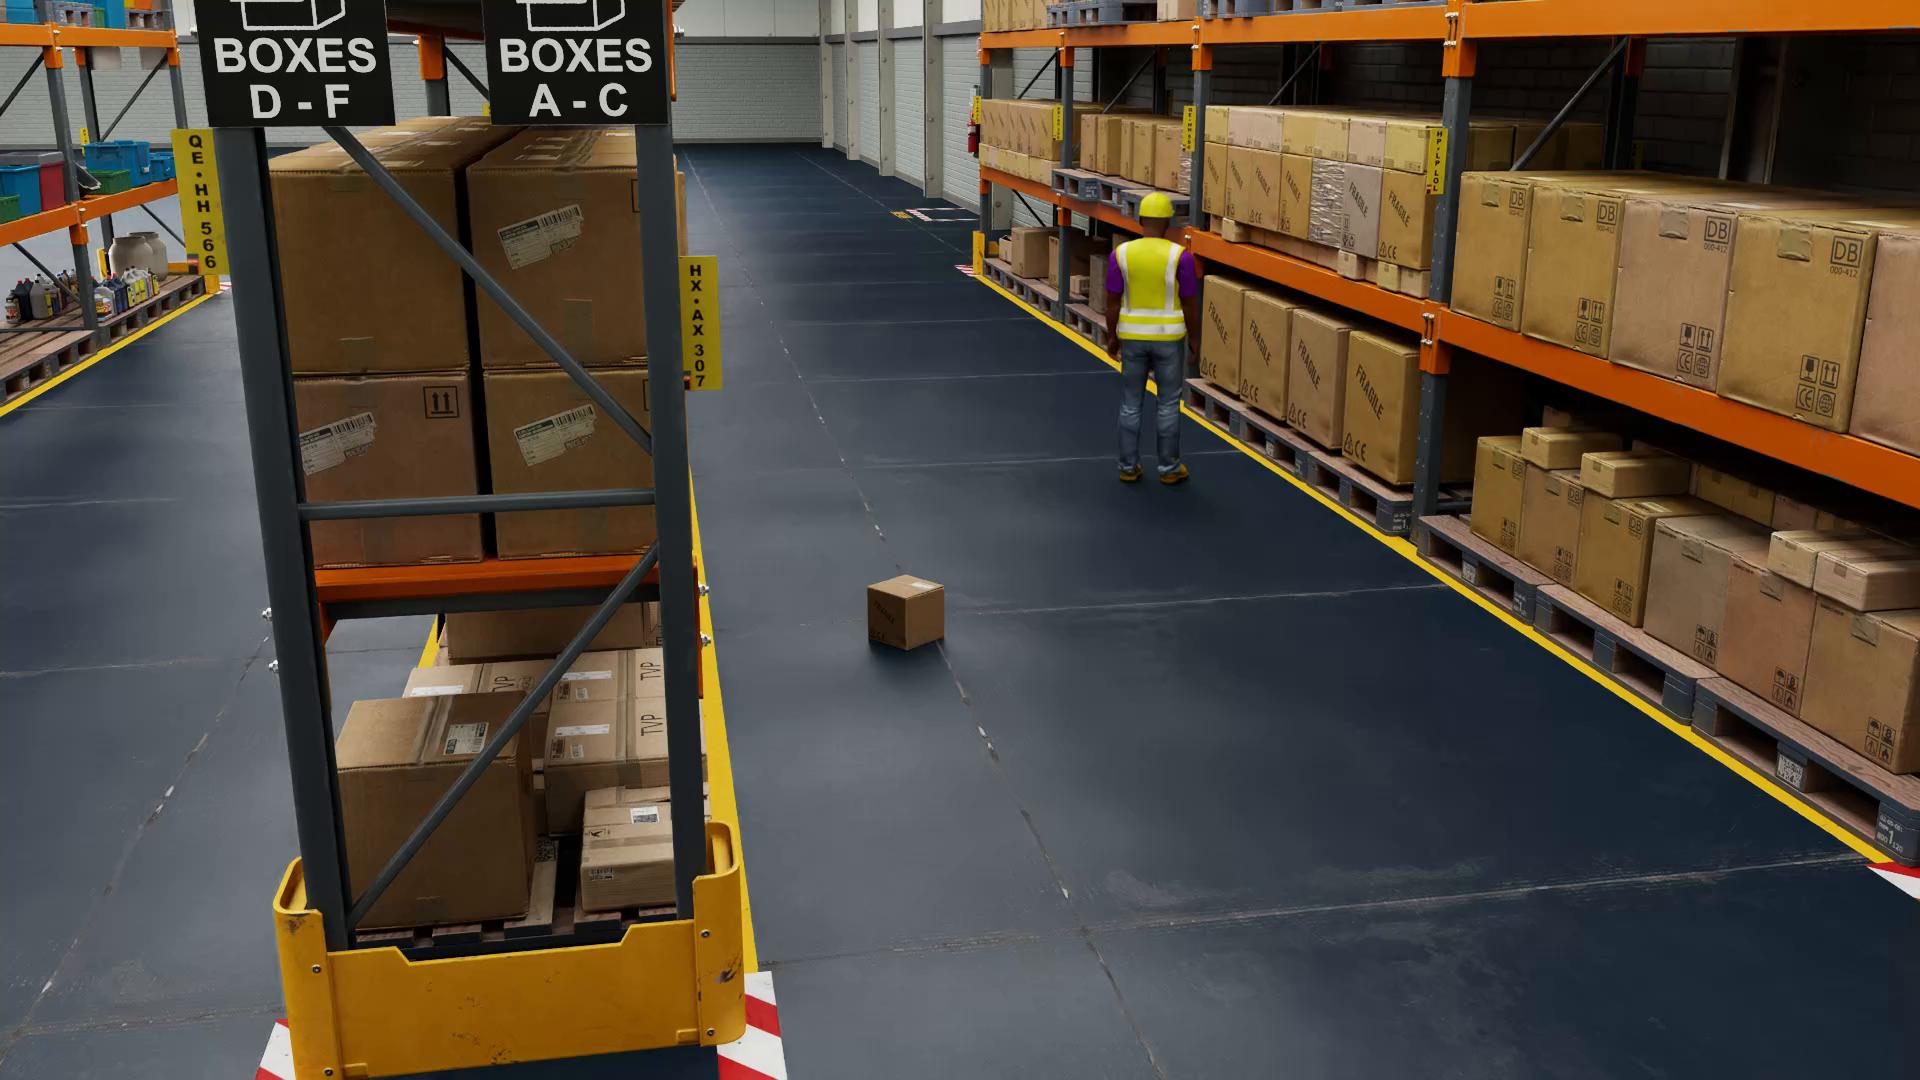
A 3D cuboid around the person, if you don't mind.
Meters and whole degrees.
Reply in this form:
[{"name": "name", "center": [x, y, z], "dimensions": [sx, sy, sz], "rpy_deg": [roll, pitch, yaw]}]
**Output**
[{"name": "person", "center": [1.185, -1.232, 10.185], "dimensions": [0.570, 1.770, 0.407], "rpy_deg": [5, 17, 18]}]
